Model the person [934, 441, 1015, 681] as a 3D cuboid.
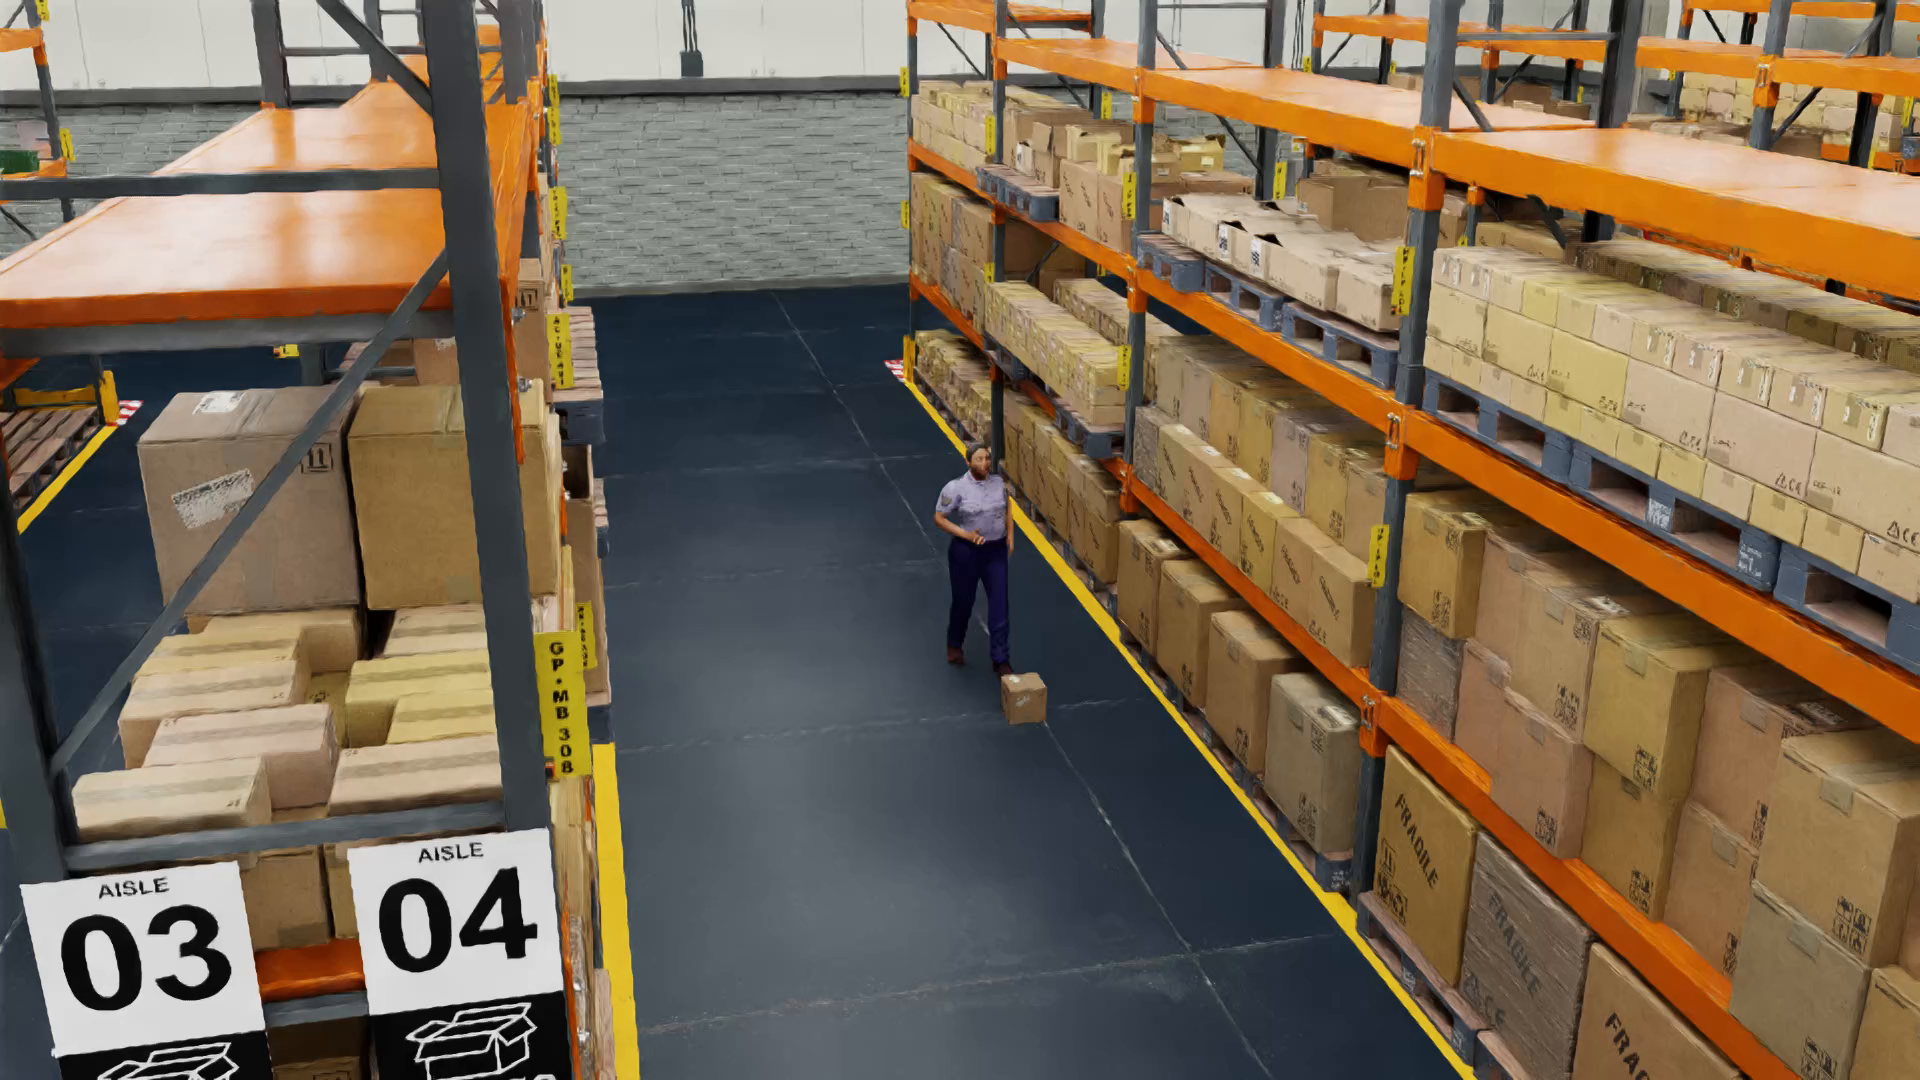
[{"bbox_3d":[0.174,0.140,11.688,0.652,1.639,0.728,-8,21,-22],"label":"person"}]
